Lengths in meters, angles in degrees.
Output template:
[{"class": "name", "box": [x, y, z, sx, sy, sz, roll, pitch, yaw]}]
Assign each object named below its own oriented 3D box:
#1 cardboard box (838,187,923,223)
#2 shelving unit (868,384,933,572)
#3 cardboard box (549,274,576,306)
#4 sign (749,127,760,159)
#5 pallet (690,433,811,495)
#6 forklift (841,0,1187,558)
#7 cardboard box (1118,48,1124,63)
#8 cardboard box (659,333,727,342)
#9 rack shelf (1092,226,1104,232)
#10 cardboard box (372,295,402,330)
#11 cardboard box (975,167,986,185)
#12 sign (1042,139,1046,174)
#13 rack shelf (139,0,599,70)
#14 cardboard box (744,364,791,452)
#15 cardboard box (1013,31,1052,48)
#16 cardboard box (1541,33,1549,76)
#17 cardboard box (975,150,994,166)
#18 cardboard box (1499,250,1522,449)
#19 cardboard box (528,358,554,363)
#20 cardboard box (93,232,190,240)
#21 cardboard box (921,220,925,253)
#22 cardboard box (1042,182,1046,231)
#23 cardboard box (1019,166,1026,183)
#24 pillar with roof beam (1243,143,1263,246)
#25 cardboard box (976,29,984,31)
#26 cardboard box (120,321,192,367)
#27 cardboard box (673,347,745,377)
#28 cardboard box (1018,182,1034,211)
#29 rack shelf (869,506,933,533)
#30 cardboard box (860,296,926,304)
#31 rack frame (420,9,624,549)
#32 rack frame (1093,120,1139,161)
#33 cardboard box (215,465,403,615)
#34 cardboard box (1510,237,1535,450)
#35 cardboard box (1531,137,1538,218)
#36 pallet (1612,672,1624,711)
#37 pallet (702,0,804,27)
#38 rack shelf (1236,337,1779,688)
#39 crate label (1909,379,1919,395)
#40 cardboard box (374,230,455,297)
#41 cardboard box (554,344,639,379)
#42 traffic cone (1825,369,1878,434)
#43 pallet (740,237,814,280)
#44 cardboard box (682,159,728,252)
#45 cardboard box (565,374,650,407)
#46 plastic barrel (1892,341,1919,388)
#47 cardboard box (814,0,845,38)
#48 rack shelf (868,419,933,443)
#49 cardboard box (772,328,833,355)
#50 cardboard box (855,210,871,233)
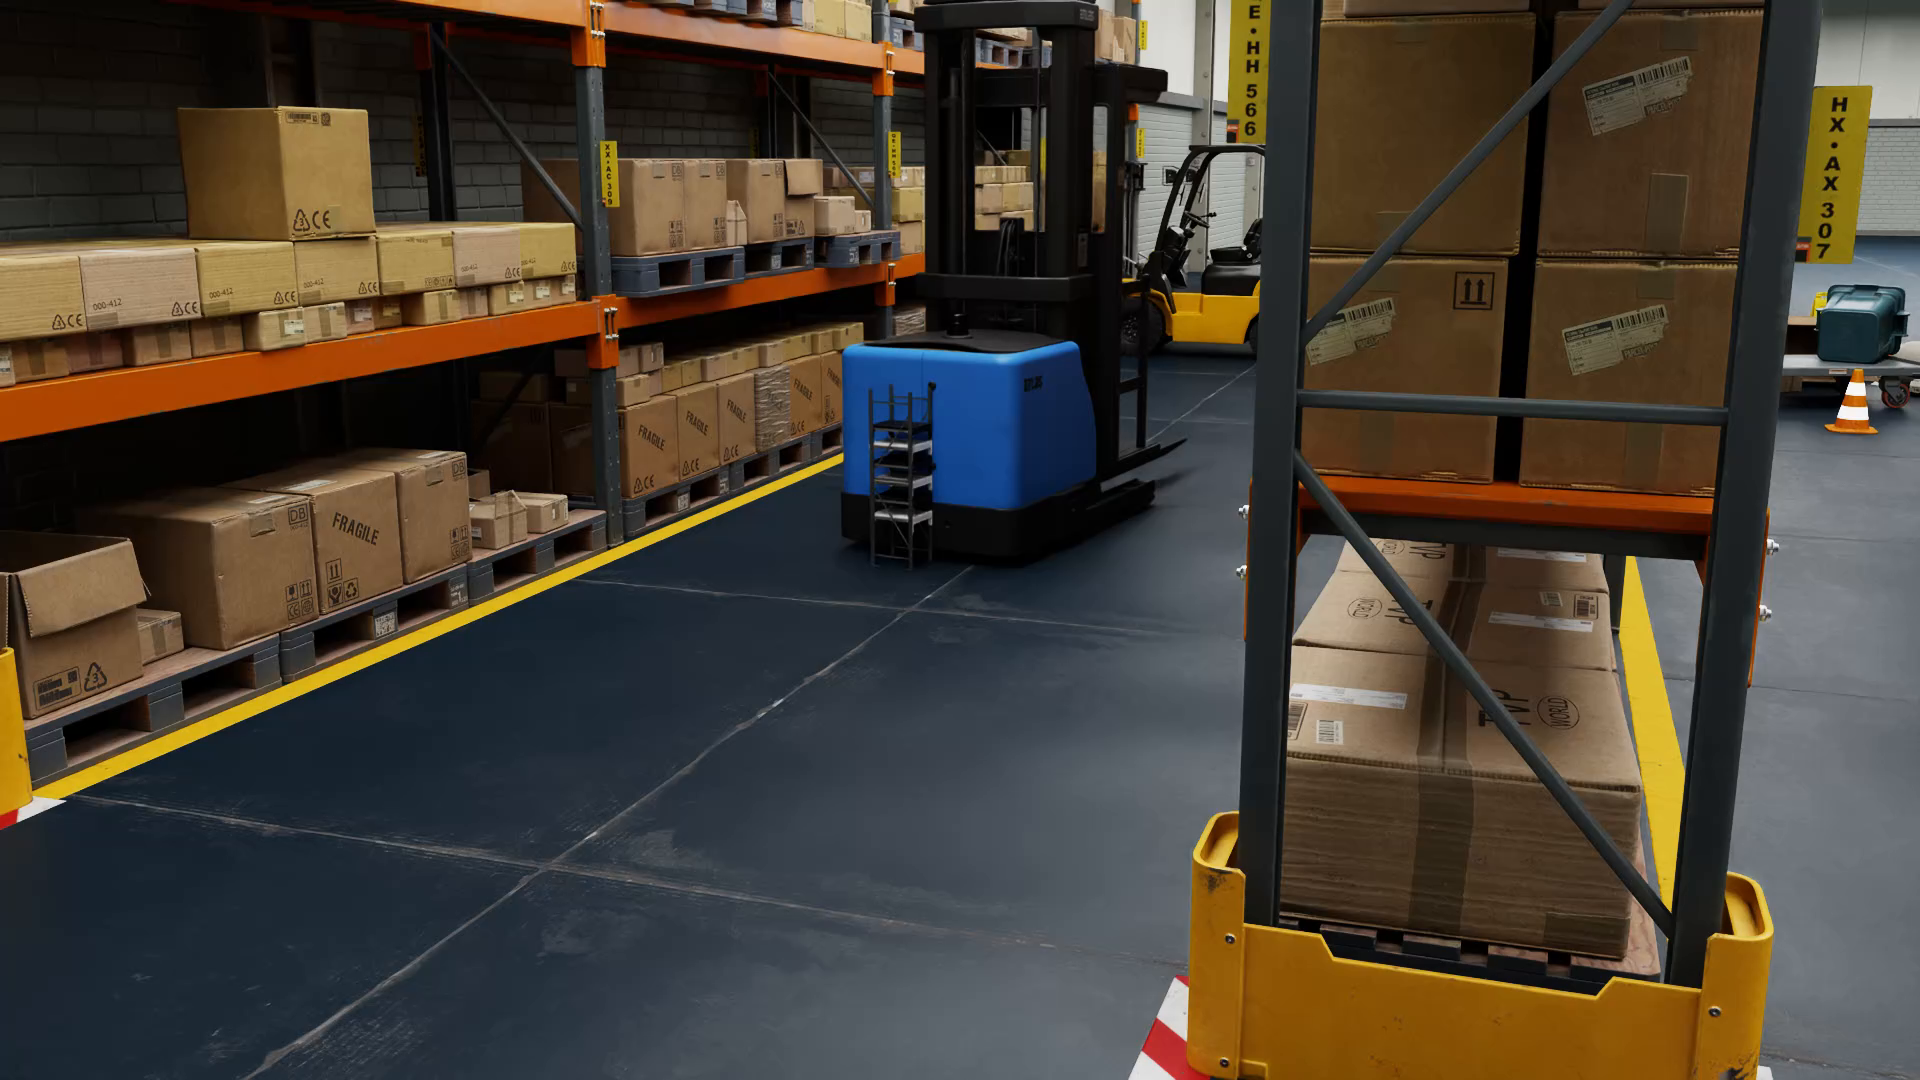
[{"class": "cardboard box", "box": [-0.596, -2.551, 12.635, 0.500, 0.250, 0.500, 4, 14, 18]}, {"class": "shelving unit", "box": [-0.295, -0.314, 8.341, 0.258, 0.900, 0.210, 7, 14, 27]}, {"class": "cardboard box", "box": [-2.153, -1.256, 8.314, 0.380, 0.149, 0.250, 5, 14, 19]}, {"class": "sign", "box": [-1.521, -2.910, 12.393, 0.100, 0.325, 0.005, 4, 14, 18]}, {"class": "pallet", "box": [-1.668, -0.536, 10.861, 1.003, 0.211, 1.213, 4, 14, 18]}, {"class": "forklift", "box": [0.500, -1.619, 9.496, 1.130, 2.935, 3.031, 7, 14, 27]}, {"class": "cardboard box", "box": [1.613, -5.387, 18.506, 0.380, 0.149, 0.250, 4, 13, 17]}, {"class": "cardboard box", "box": [-1.789, -1.300, 11.157, 0.380, 0.149, 0.250, 4, 13, 17]}, {"class": "rack shelf", "box": [0.947, -3.218, 17.965, 1.077, 0.370, 4.000, 4, 14, 18]}, {"class": "cardboard box", "box": [-2.634, -0.988, 7.139, 0.380, 0.149, 0.250, 5, 14, 19]}, {"class": "cardboard box", "box": [0.001, -3.093, 14.114, 0.380, 0.149, 0.250, 4, 13, 17]}, {"class": "sign", "box": [0.816, -3.637, 15.757, 0.100, 0.325, 0.005, 4, 14, 18]}, {"class": "rack shelf", "box": [-2.936, -2.154, 6.561, 1.077, 0.370, 4.000, 4, 14, 18]}, {"class": "cardboard box", "box": [-1.417, -0.862, 10.696, 0.500, 0.500, 0.500, 4, 13, 16]}, {"class": "cardboard box", "box": [0.732, -4.814, 15.994, 0.380, 0.149, 0.250, 5, 14, 20]}, {"class": "cardboard box", "box": [2.333, -1.772, 6.082, 0.380, 0.149, 0.250, 4, 14, 18]}, {"class": "cardboard box", "box": [0.117, -3.747, 16.313, 0.380, 0.149, 0.250, 4, 14, 19]}, {"class": "cardboard box", "box": [1.197, -0.539, 4.383, 0.500, 0.500, 0.500, 4, 13, 17]}, {"class": "cardboard box", "box": [-2.292, -0.972, 9.721, 0.380, 0.149, 0.250, 5, 14, 19]}, {"class": "cardboard box", "box": [-3.183, -1.132, 6.874, 0.500, 0.250, 0.500, 4, 14, 18]}, {"class": "cardboard box", "box": [-0.452, -2.414, 13.161, 0.500, 0.250, 0.500, 4, 13, 17]}, {"class": "cardboard box", "box": [0.690, -3.271, 16.355, 0.500, 0.500, 0.500, 4, 13, 17]}, {"class": "cardboard box", "box": [0.399, -3.425, 15.571, 0.380, 0.149, 0.250, 5, 14, 20]}, {"class": "pillar with roof beam", "box": [10.413, -10.313, 33.951, 9.100, 9.000, 0.400, 4, 14, 18]}, {"class": "cardboard box", "box": [-0.018, -4.326, 13.854, 0.380, 0.149, 0.250, 4, 14, 18]}, {"class": "cardboard box", "box": [-2.987, -0.712, 5.931, 0.380, 0.149, 0.250, 5, 14, 20]}, {"class": "cardboard box", "box": [-1.558, -1.102, 10.290, 0.380, 0.149, 0.250, 5, 14, 20]}, {"class": "cardboard box", "box": [0.383, -3.197, 15.467, 0.500, 0.250, 0.500, 4, 13, 17]}, {"class": "rack shelf", "box": [-0.295, -0.106, 8.389, 0.258, 0.077, 0.200, 7, 14, 27]}, {"class": "cardboard box", "box": [-0.358, -1.763, 14.365, 0.875, 0.625, 0.625, 4, 13, 16]}, {"class": "rack frame", "box": [-2.289, -1.464, 8.660, 1.000, 3.000, 0.127, 4, 14, 18]}, {"class": "rack frame", "box": [1.594, -3.990, 19.730, 1.000, 3.000, 0.127, 4, 14, 18]}, {"class": "cardboard box", "box": [-2.716, -0.011, 6.968, 0.500, 0.500, 0.500, 5, 14, 19]}, {"class": "cardboard box", "box": [1.679, -0.503, 4.224, 0.500, 0.500, 0.500, 4, 13, 18]}, {"class": "cardboard box", "box": [2.020, -1.205, 5.055, 0.500, 0.500, 0.500, 4, 14, 19]}, {"class": "pallet", "box": [1.696, 0.665, 5.602, 1.003, 0.211, 1.213, 4, 14, 18]}, {"class": "pallet", "box": [-1.679, -3.185, 9.884, 1.213, 0.211, 1.003, 4, 14, 18]}, {"class": "rack shelf", "box": [1.762, -0.335, 5.332, 1.077, 0.370, 4.000, 4, 14, 18]}, {"class": "crate label", "box": [8.414, -1.317, 14.450, 0.298, 0.136, 0.250, -5, 14, -21]}, {"class": "cardboard box", "box": [-2.545, -1.200, 7.174, 0.500, 0.250, 0.500, 4, 14, 18]}, {"class": "cardboard box", "box": [-1.978, -0.972, 9.052, 0.380, 0.149, 0.250, 4, 13, 17]}, {"class": "traffic cone", "box": [6.773, -1.060, 12.591, 0.336, 0.463, 0.334, 4, 14, 18]}, {"class": "pallet", "box": [-1.619, -1.802, 10.576, 1.003, 0.211, 1.213, 4, 14, 18]}, {"class": "cardboard box", "box": [-1.753, -1.912, 9.455, 0.700, 0.500, 0.500, 5, 14, 19]}, {"class": "cardboard box", "box": [-1.921, -0.822, 9.066, 0.380, 0.149, 0.250, 5, 14, 21]}, {"class": "plastic barrel", "box": [8.630, -1.550, 14.826, 0.421, 0.421, 0.512, -8, 15, -30]}, {"class": "cardboard box", "box": [-1.093, -3.464, 11.019, 0.500, 0.250, 0.500, 4, 14, 19]}, {"class": "rack shelf", "box": [-0.295, -0.545, 8.289, 0.258, 0.077, 0.200, 7, 14, 27]}, {"class": "cardboard box", "box": [-1.101, -1.374, 11.483, 0.380, 0.149, 0.250, 4, 13, 17]}, {"class": "cardboard box", "box": [-0.844, -2.222, 11.604, 0.380, 0.149, 0.250, 5, 14, 19]}]
